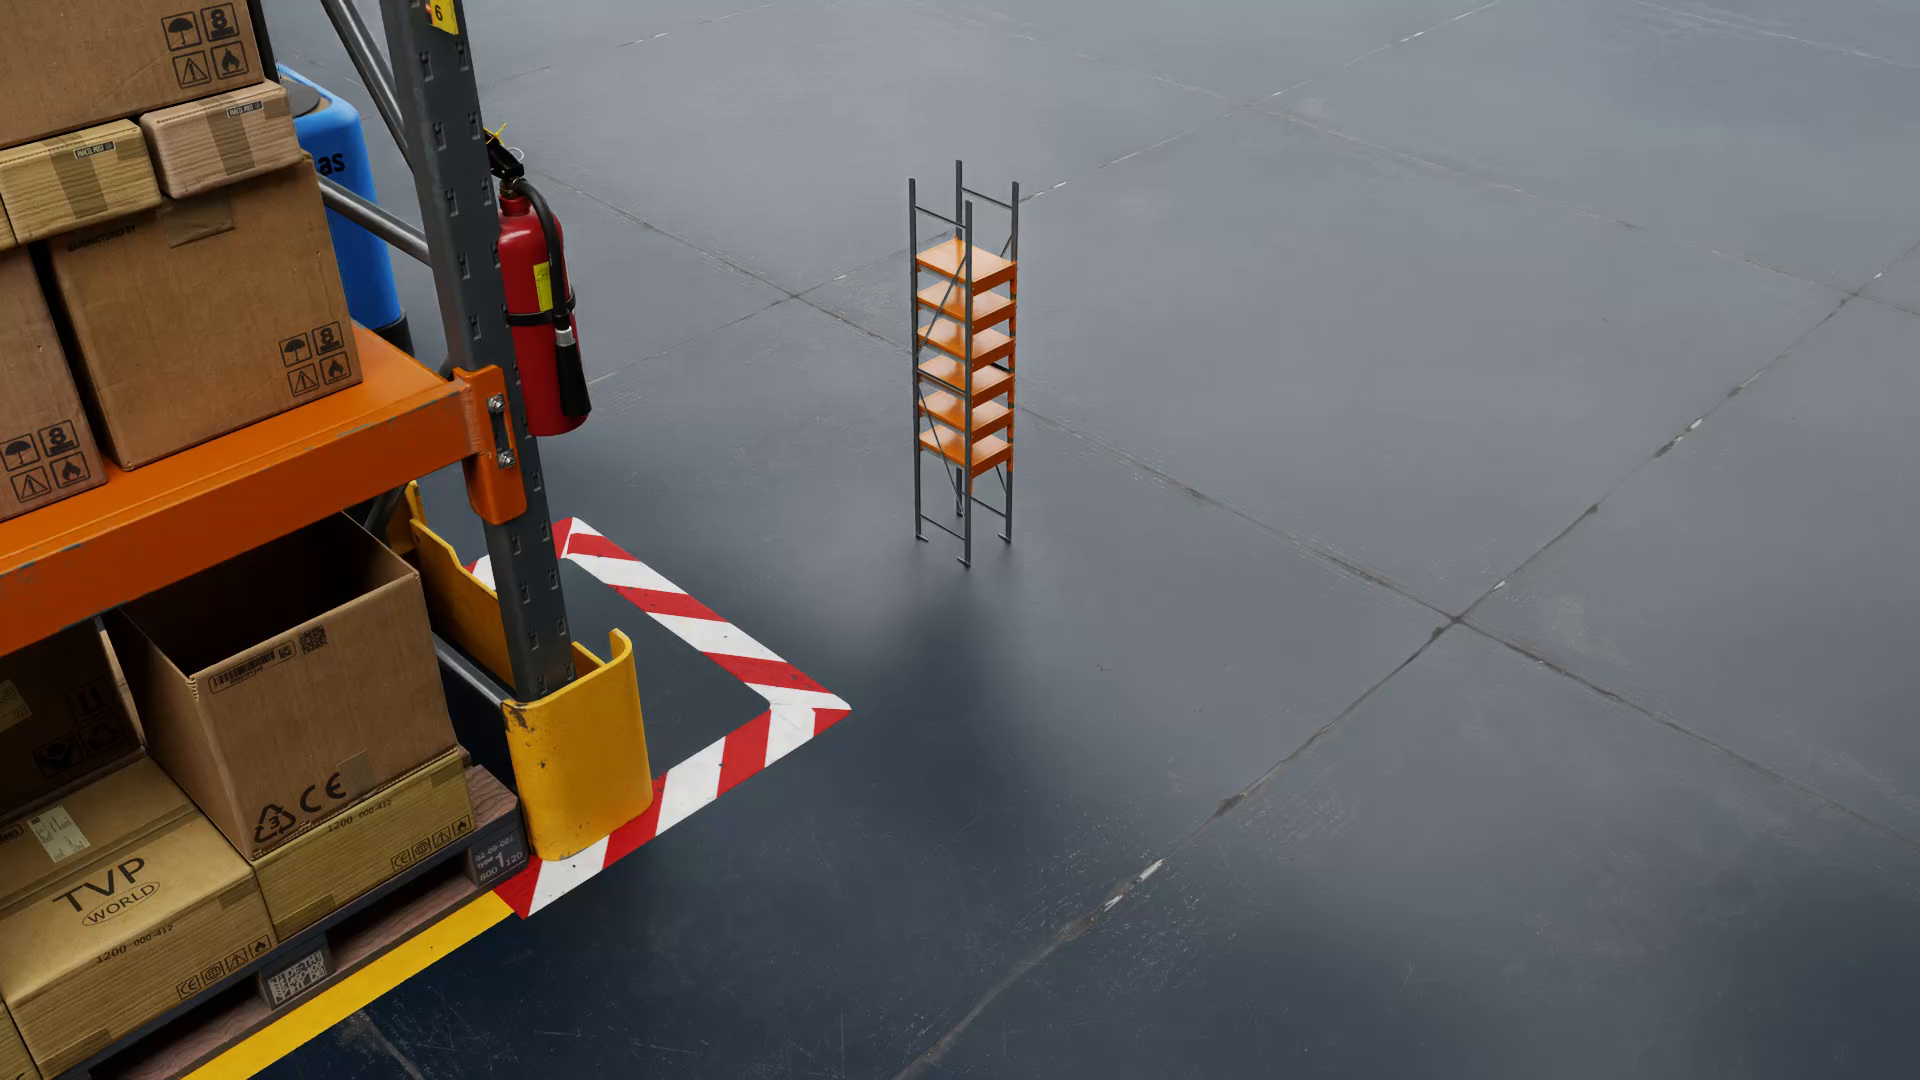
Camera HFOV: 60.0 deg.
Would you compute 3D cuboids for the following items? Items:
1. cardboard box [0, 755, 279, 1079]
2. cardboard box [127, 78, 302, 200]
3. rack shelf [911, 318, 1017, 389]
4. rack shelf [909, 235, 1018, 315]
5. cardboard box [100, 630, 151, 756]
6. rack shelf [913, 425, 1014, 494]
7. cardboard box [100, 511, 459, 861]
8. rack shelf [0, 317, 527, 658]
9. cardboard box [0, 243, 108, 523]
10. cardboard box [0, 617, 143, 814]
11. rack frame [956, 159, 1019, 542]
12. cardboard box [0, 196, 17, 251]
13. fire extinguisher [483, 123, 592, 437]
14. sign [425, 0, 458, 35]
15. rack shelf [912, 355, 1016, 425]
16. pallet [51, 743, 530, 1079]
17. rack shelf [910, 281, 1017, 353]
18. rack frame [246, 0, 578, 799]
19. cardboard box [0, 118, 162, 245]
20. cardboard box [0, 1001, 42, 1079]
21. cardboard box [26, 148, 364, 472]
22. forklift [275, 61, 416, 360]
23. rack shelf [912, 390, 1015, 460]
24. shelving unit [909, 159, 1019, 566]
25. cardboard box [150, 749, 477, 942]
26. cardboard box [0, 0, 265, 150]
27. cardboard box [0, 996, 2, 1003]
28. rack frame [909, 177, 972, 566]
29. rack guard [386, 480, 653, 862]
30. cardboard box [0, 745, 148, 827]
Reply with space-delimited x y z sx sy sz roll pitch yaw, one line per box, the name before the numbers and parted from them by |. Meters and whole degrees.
cardboard box | -1.828 0.785 3.539 0.500 0.250 0.500 30 45 35
cardboard box | -1.450 -0.791 3.107 0.380 0.149 0.250 29 44 35
rack shelf | 0.010 -0.560 4.872 0.258 0.103 0.180 30 45 35
rack shelf | 0.010 -0.757 4.735 0.258 0.103 0.180 30 45 35
cardboard box | -1.852 0.368 4.137 0.500 0.250 0.500 30 45 35
rack shelf | 0.010 -0.265 5.078 0.258 0.103 0.180 30 45 35
cardboard box | -1.483 0.270 3.621 0.500 0.500 0.500 30 45 35
rack shelf | -2.726 0.391 2.695 1.077 0.370 4.000 30 45 35
cardboard box | -2.021 -0.357 3.052 0.500 0.500 0.700 -29 44 -35
cardboard box | -2.203 0.264 3.630 0.500 0.500 0.500 30 45 35
rack frame | 0.075 -0.535 4.968 0.240 1.200 0.006 30 45 35
cardboard box | -1.814 -0.580 2.805 0.380 0.149 0.250 29 44 35
fire extinguisher | -0.904 -0.545 3.476 0.296 0.674 0.183 30 45 35
sign | -0.941 -1.063 2.933 0.100 0.325 0.005 30 45 35
rack shelf | 0.010 -0.462 4.941 0.258 0.103 0.180 30 45 35
pallet | -1.826 0.756 3.982 1.003 0.211 1.213 30 45 35
rack shelf | 0.010 -0.658 4.803 0.258 0.103 0.180 30 45 35
rack frame | -1.317 -0.715 3.654 1.000 3.000 0.127 30 45 35
cardboard box | -1.634 -0.684 2.954 0.250 0.149 0.380 -29 44 -35
cardboard box | -2.179 0.988 3.247 0.500 0.250 0.500 30 45 35
cardboard box | -1.654 -0.572 3.361 0.700 0.500 0.500 30 45 35
forklift | -3.374 -1.362 4.641 3.031 2.935 1.130 -28 43 -34
rack shelf | 0.010 -0.363 5.009 0.258 0.103 0.180 30 45 35
shelving unit | 0.010 -0.498 4.915 0.258 1.200 0.189 30 45 35
cardboard box | -1.485 0.577 3.837 0.500 0.250 0.500 30 45 35
cardboard box | -1.692 -1.083 2.959 0.500 0.500 0.700 -30 45 -35
cardboard box | -2.177 0.682 3.031 0.500 0.500 0.500 30 45 35
rack frame | -0.054 -0.461 4.862 0.240 1.200 0.006 30 45 35
rack guard | -1.300 0.300 4.383 1.175 0.500 0.348 30 45 35
cardboard box | -2.202 0.573 3.843 0.500 0.250 0.500 30 45 35
